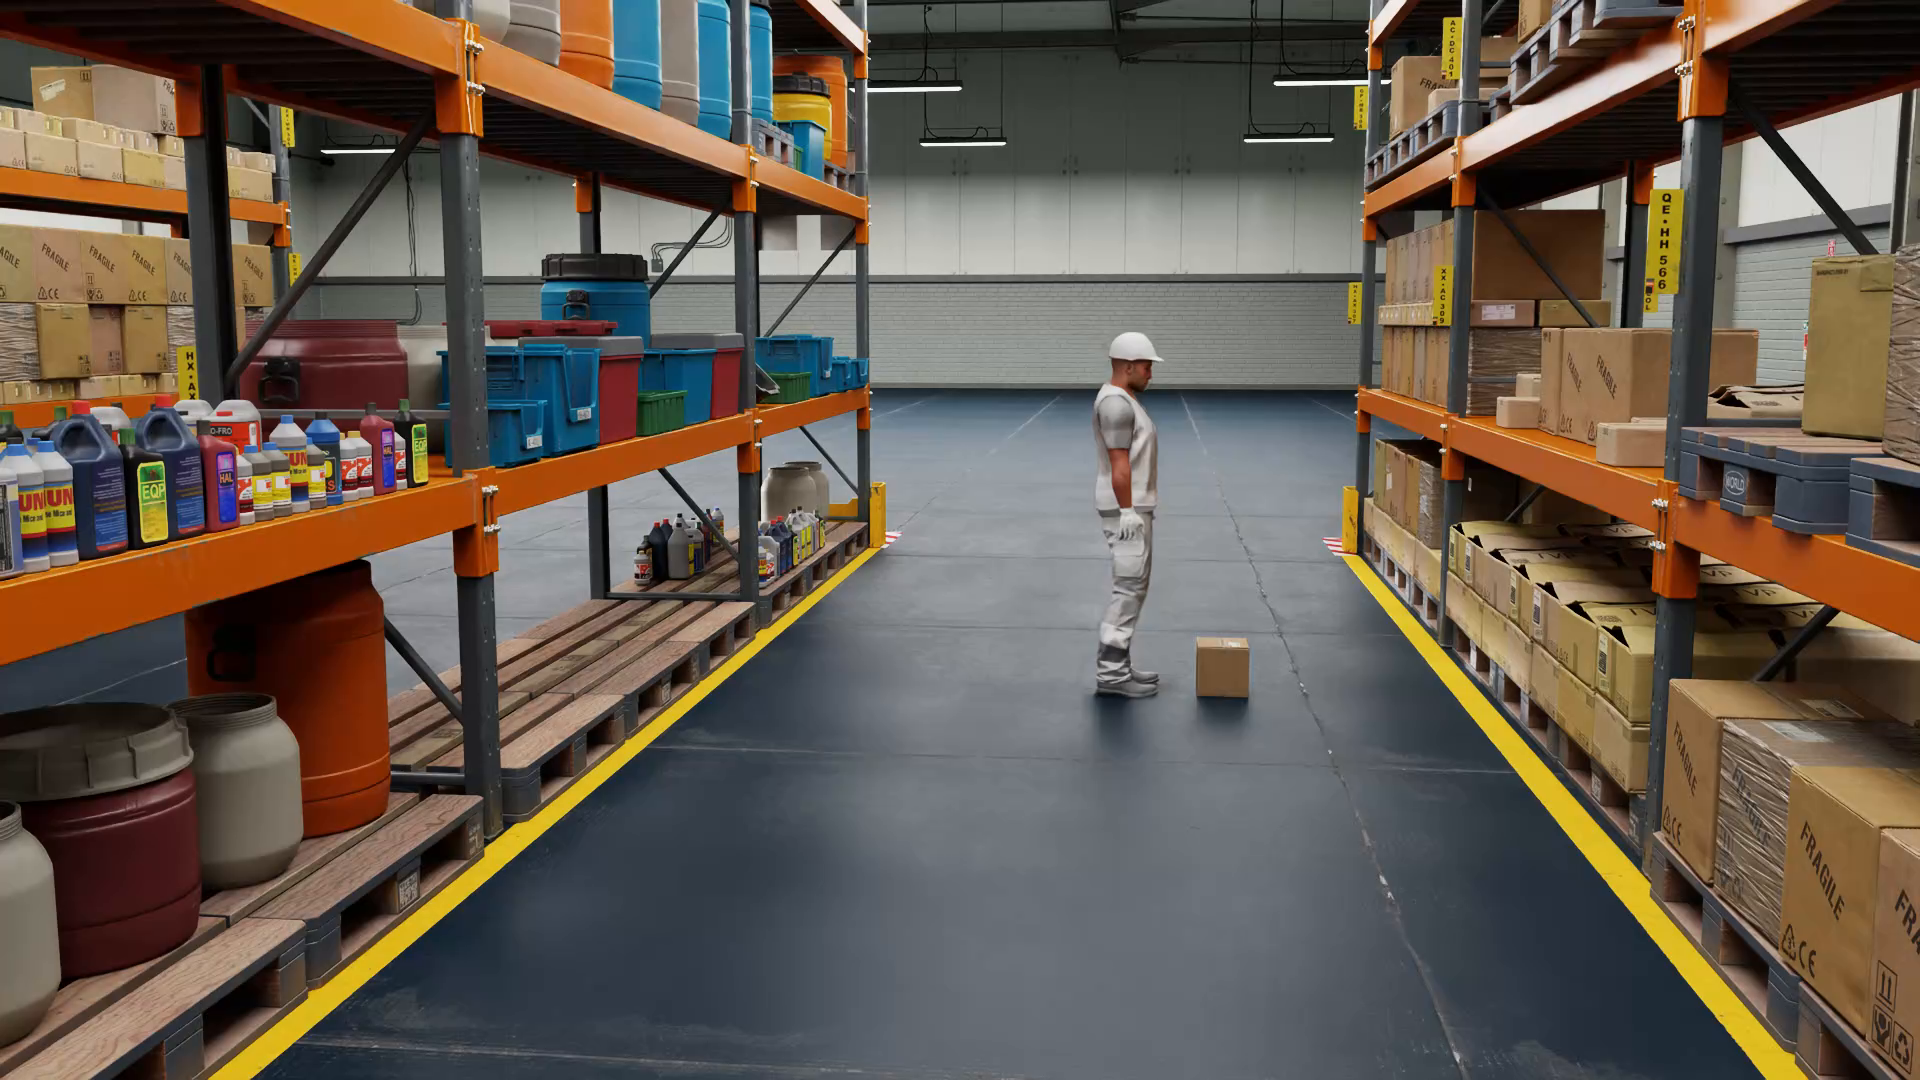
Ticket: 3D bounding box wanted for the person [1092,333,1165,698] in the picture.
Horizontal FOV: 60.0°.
[{"bbox_3d":[0.830,-0.133,8.257,0.351,1.781,0.528,1,8,7],"label":"person"}]
